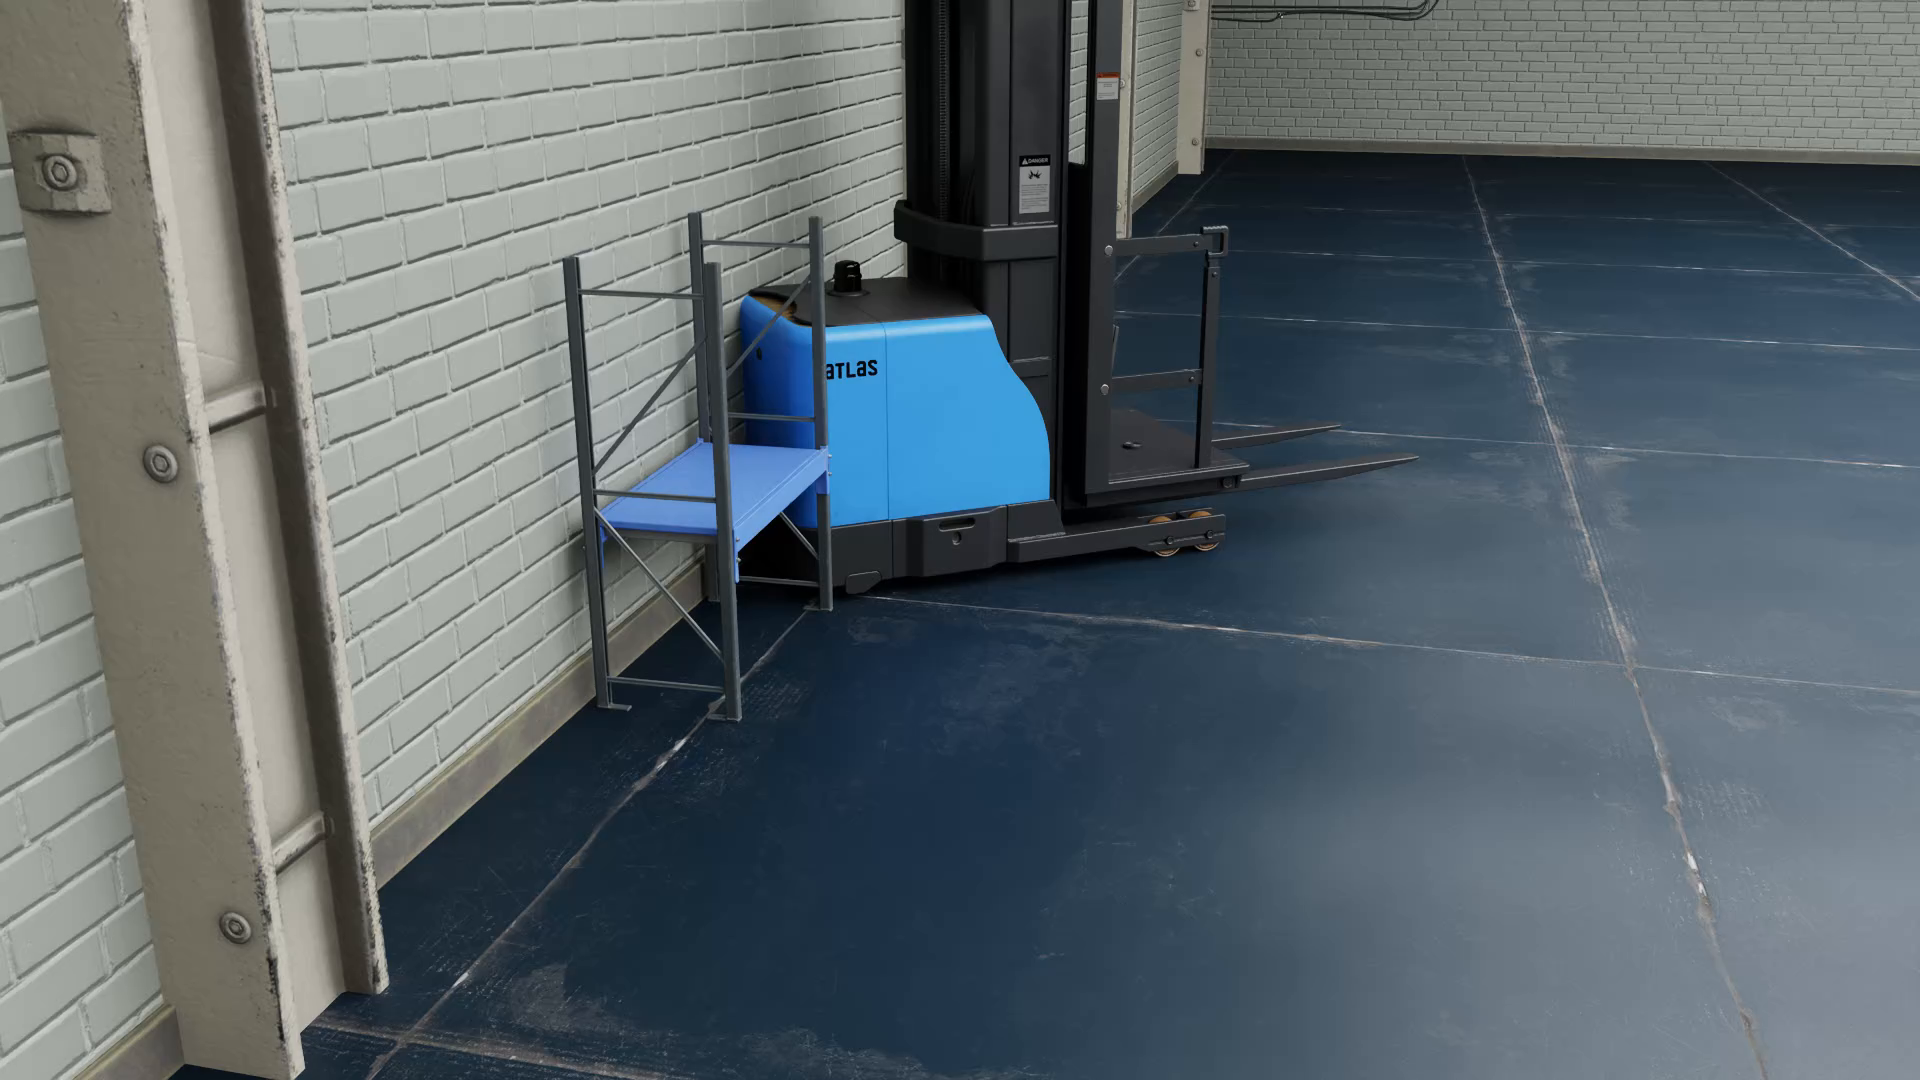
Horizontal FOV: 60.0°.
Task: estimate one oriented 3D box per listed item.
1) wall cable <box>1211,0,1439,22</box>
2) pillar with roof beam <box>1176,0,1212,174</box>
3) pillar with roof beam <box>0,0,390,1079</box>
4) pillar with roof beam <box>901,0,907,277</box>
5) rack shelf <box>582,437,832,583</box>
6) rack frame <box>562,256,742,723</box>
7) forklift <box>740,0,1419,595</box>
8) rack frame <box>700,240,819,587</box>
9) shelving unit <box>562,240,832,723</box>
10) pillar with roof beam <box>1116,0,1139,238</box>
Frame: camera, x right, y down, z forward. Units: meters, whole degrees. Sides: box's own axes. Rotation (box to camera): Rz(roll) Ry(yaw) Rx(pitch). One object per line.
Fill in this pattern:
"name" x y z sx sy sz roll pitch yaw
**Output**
"wall cable" 4.819 -8.125 21.859 3.097 2.526 0.112 5 19 13
"pillar with roof beam" 6.992 -8.436 17.964 9.100 9.000 0.400 5 19 13
"pillar with roof beam" 2.594 -2.794 1.446 9.100 9.000 0.400 5 19 13
"pillar with roof beam" 4.060 -4.675 6.952 9.100 9.000 0.400 5 19 13
"rack shelf" -0.850 -0.125 5.790 0.538 0.185 1.000 4 19 12
"rack frame" -0.964 -0.135 5.263 0.500 1.500 0.032 4 19 12
"forklift" 0.581 -1.466 6.944 3.031 2.935 1.130 -8 20 -21
"rack frame" -0.738 -0.455 6.201 0.475 1.308 0.013 4 19 12
"shelving unit" -0.851 -0.294 5.727 0.538 1.500 1.039 4 19 12
"pillar with roof beam" 5.526 -6.555 12.458 9.100 9.000 0.400 5 19 13
